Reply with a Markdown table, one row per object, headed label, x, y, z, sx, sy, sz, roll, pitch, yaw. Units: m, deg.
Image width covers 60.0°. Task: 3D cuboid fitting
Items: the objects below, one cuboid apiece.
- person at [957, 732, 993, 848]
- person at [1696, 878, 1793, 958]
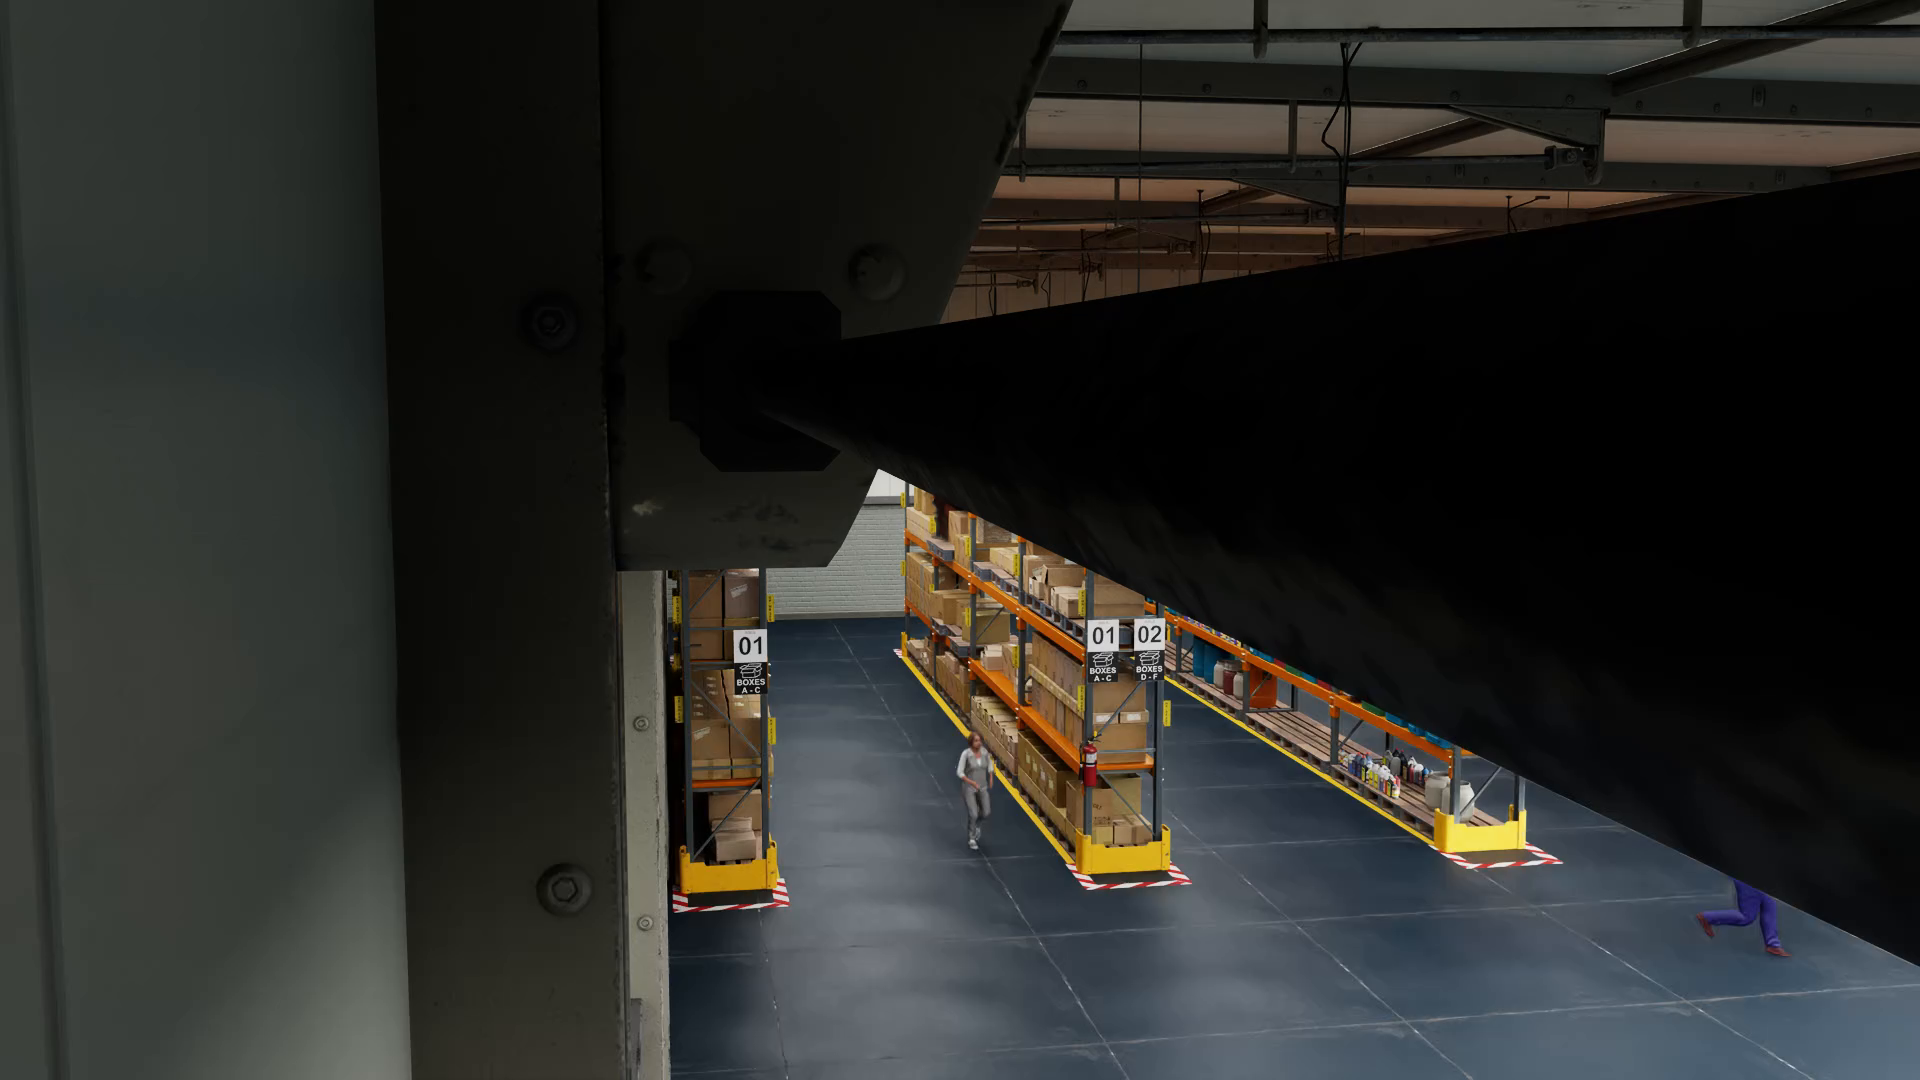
| label | x | y | z | sx | sy | sz | roll | pitch | yaw |
| --- | --- | --- | --- | --- | --- | --- | --- | --- | --- |
| person | 0.231 | 3.293 | 21.888 | 0.573 | 1.565 | 0.553 | -2 | 6 | -23 |
| person | 8.481 | 3.703 | 17.919 | 1.008 | 1.633 | 0.584 | 2 | 6 | 15 |
